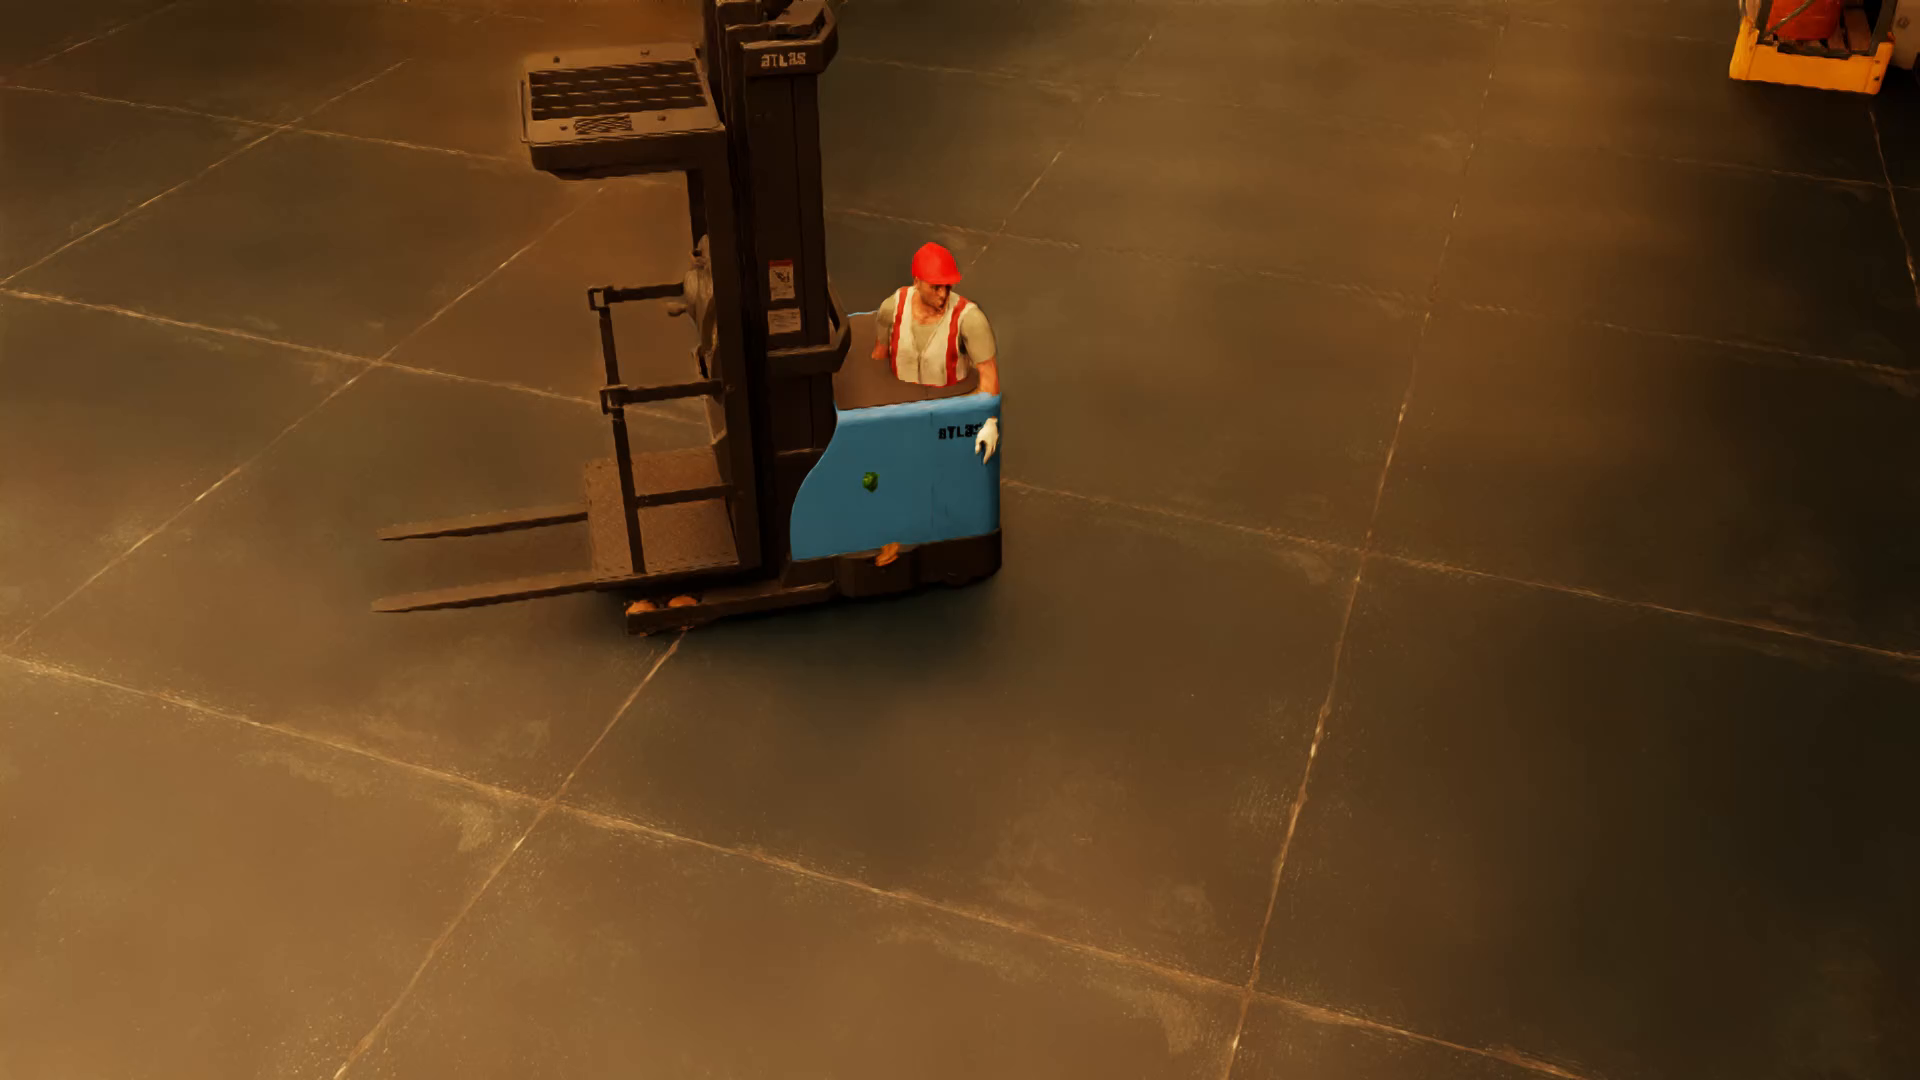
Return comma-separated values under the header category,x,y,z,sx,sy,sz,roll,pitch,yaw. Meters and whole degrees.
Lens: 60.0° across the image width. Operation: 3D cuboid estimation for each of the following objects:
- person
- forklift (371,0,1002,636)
category,x,y,z,sx,sy,sz,roll,pitch,yaw
person,-0.167,-0.555,7.904,0.734,1.764,0.728,8,36,11
forklift,-1.364,-1.072,7.623,3.031,2.935,1.130,-8,36,-11
